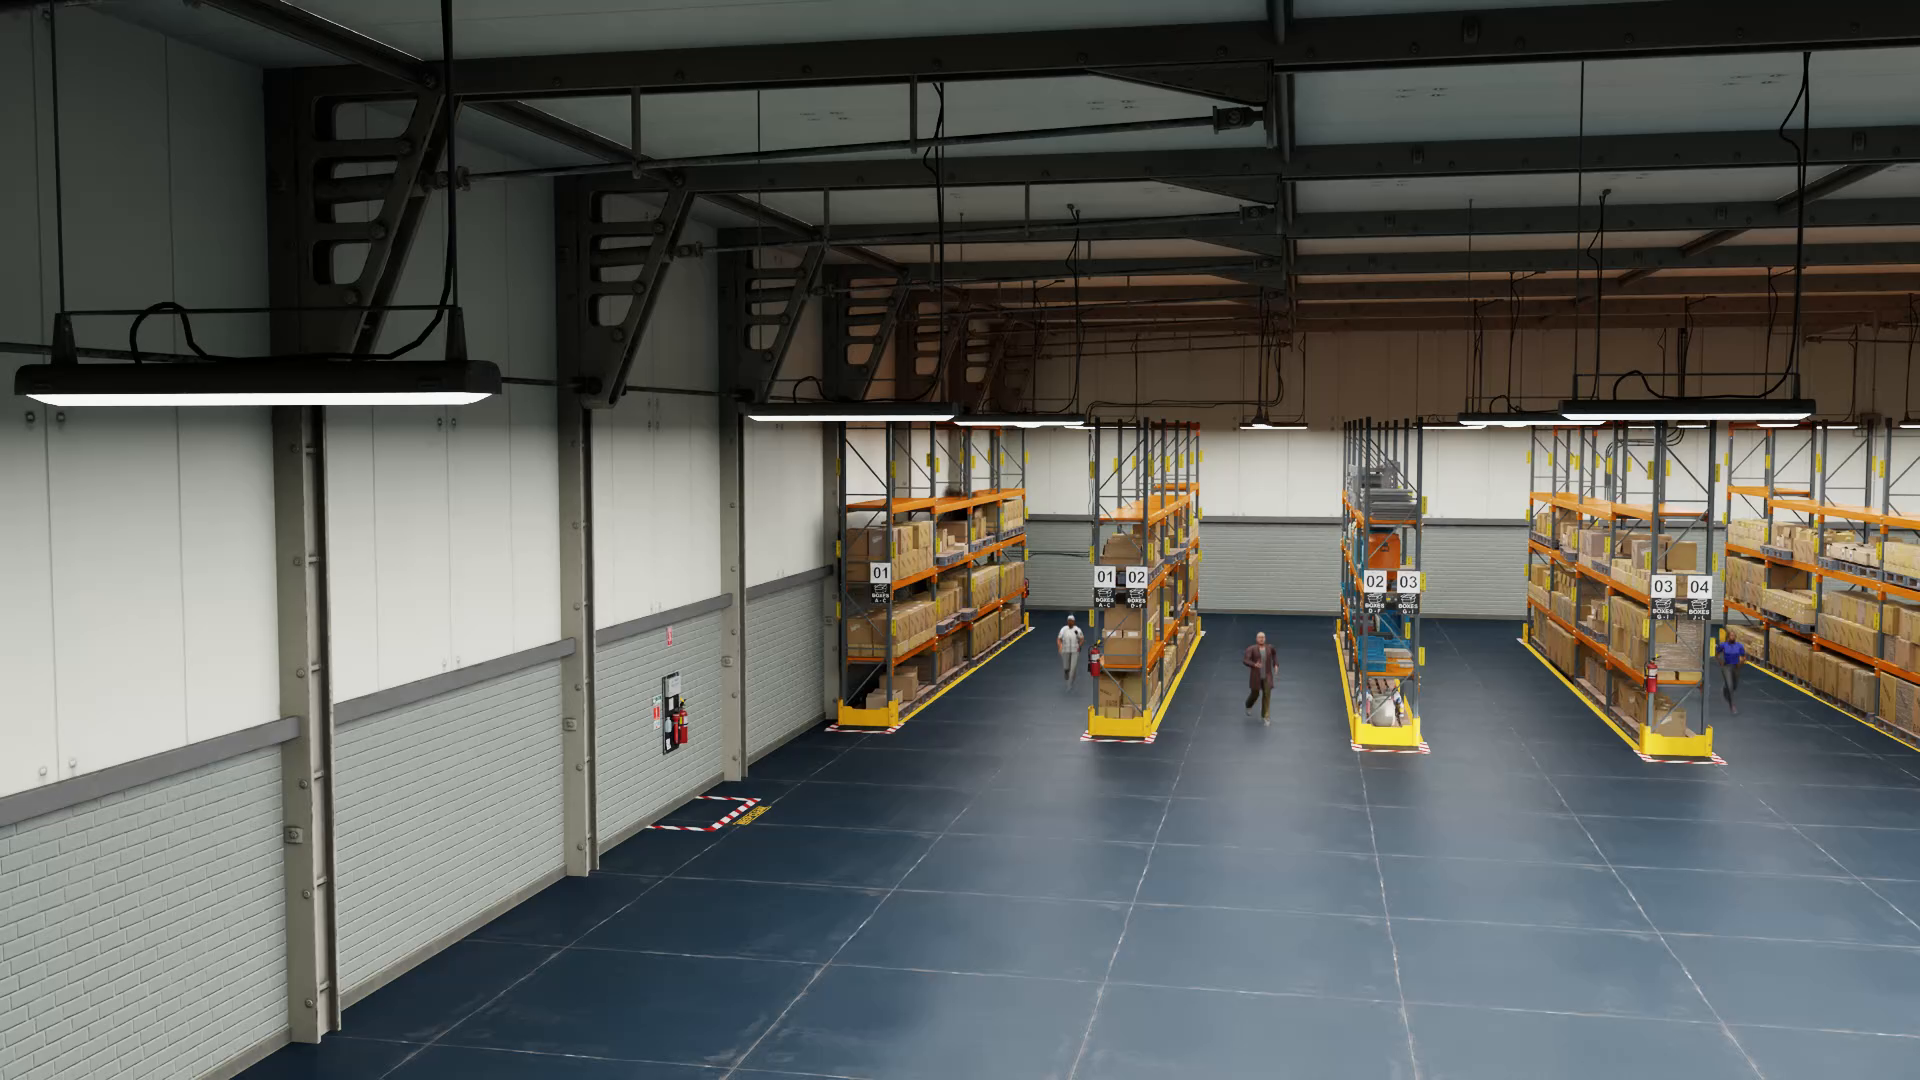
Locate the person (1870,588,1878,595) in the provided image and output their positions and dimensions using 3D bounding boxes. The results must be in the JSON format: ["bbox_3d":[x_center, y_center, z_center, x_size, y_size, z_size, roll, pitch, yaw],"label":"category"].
[{"bbox_3d":[24.593,1.972,44.614,0.647,1.735,0.689,1,4,19],"label":"person"}]

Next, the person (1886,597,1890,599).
[{"bbox_3d":[22.235,2.262,39.993,0.641,1.767,0.740,0,4,-1],"label":"person"}]

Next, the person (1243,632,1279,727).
[{"bbox_3d":[5.919,2.706,32.766,0.718,1.799,1.059,0,4,-2],"label":"person"}]

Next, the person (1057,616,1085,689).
[{"bbox_3d":[2.487,2.507,37.285,0.614,1.631,0.575,0,4,5],"label":"person"}]

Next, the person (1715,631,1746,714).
[{"bbox_3d":[15.910,2.694,34.301,0.546,1.659,1.088,0,4,6],"label":"person"}]
